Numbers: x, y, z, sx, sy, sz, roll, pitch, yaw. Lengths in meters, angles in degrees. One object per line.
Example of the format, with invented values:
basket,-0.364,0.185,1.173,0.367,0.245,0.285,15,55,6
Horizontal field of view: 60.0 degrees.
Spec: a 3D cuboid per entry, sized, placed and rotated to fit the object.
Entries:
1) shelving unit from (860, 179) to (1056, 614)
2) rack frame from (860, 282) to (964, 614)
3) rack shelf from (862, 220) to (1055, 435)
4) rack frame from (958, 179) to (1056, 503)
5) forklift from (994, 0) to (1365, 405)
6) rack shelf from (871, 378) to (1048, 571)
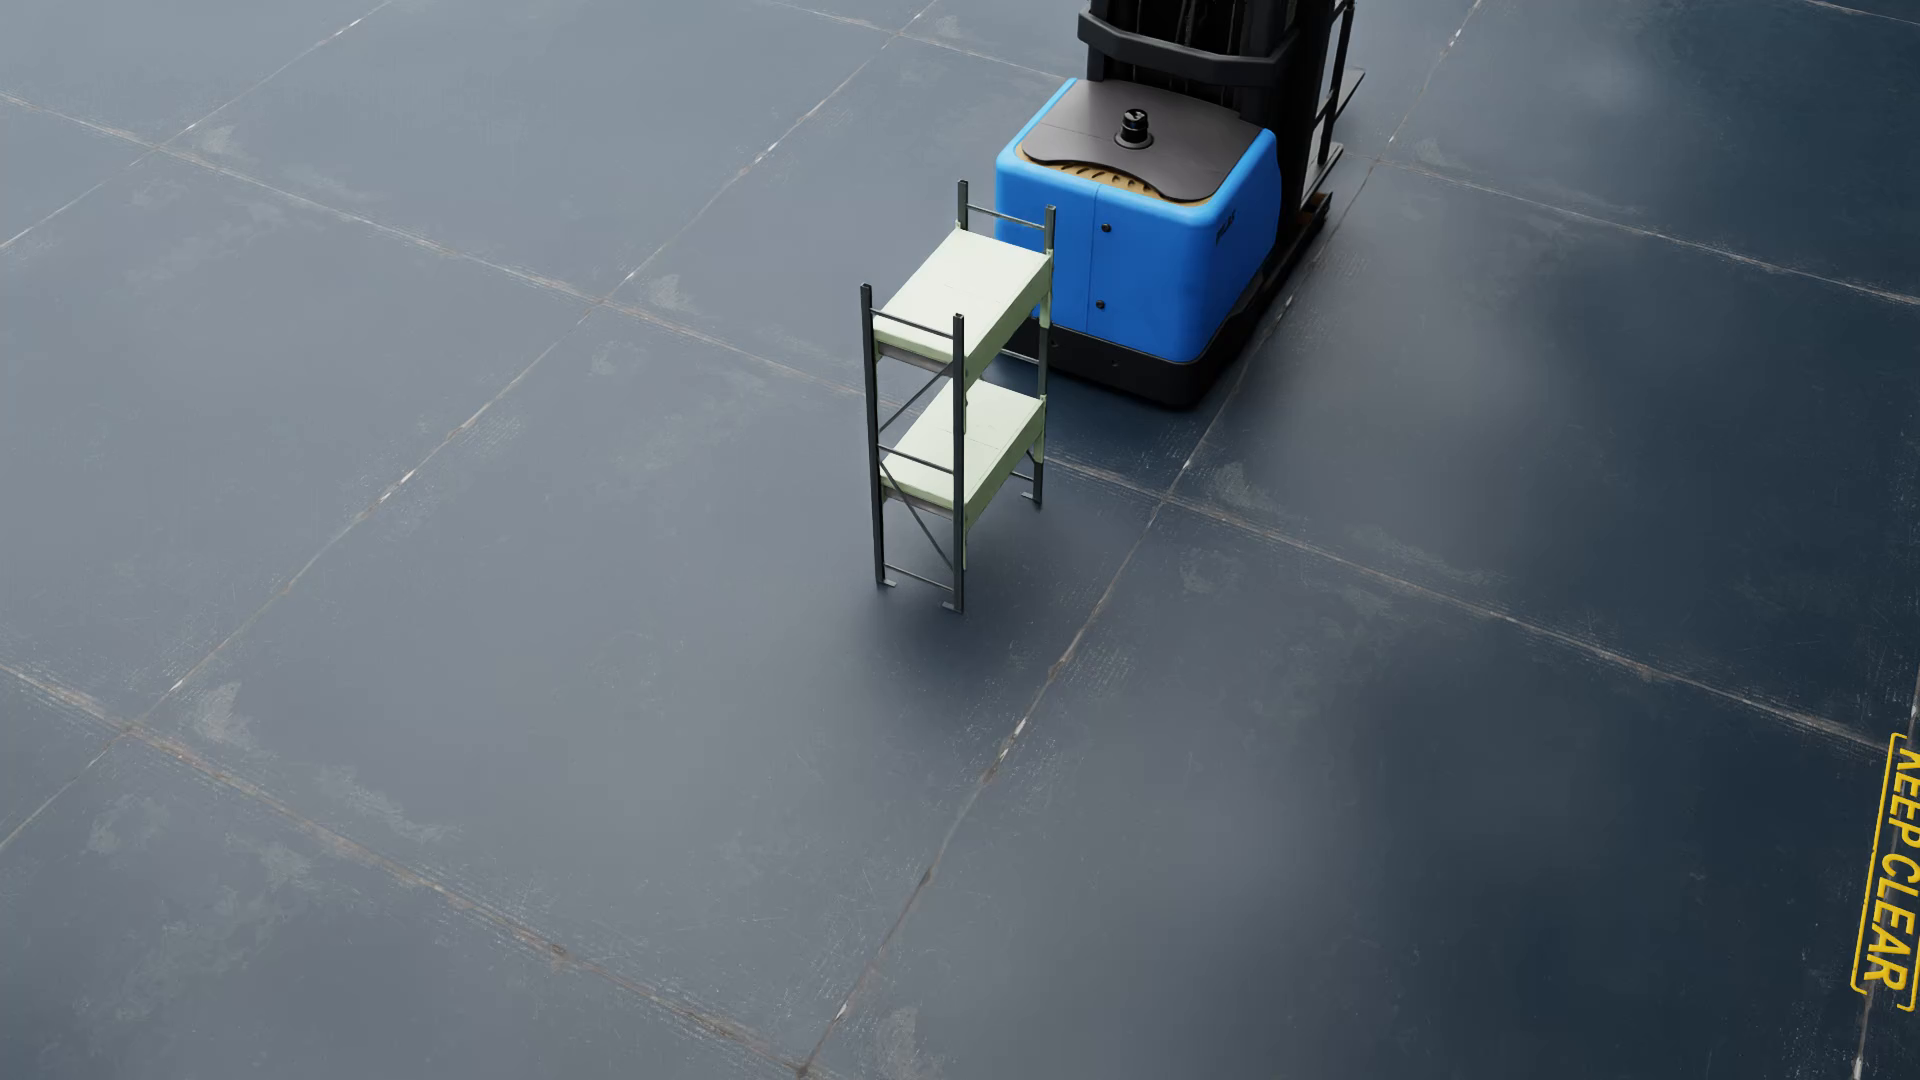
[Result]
shelving unit,0.003,-0.531,6.501,0.431,1.500,0.755,20,49,19
rack frame,-0.167,-0.301,6.273,0.400,1.500,0.023,20,49,19
rack shelf,0.003,-0.806,6.223,0.431,0.370,0.720,20,49,19
rack frame,0.173,-0.762,6.729,0.400,1.500,0.023,20,49,19
forklift,1.273,-2.688,7.626,1.130,2.935,3.031,21,49,19
rack shelf,0.003,-0.302,6.733,0.431,0.370,0.720,20,49,19
